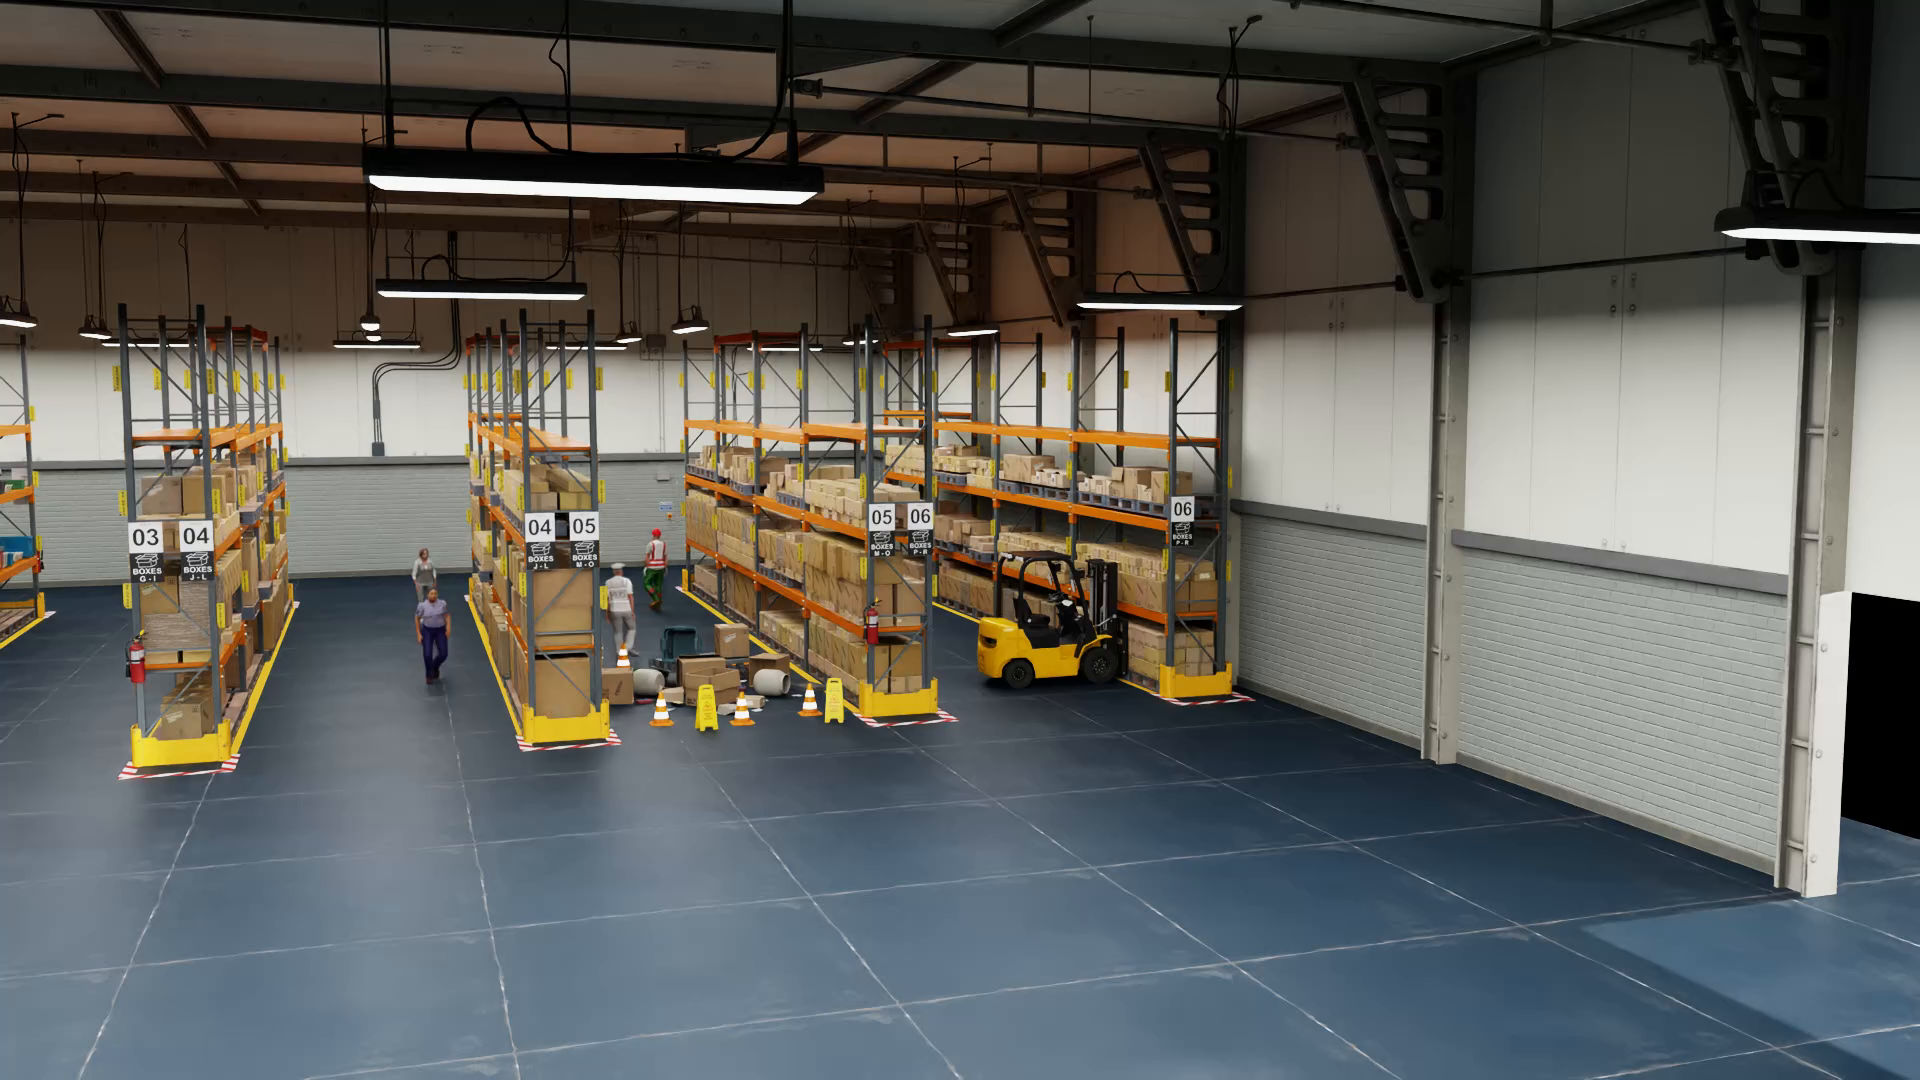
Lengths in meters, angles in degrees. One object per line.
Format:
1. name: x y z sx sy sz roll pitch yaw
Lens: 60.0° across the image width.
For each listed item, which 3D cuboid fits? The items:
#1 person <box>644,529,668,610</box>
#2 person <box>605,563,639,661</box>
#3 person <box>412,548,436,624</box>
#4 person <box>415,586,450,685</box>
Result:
1. person: -6.653 0.647 36.503 0.590 1.782 0.532 -4 7 -39
2. person: -6.076 1.296 29.828 0.599 1.750 0.540 -1 6 -11
3. person: -11.162 0.946 34.628 0.505 1.582 0.499 -3 6 -30
4. person: -8.826 1.576 27.822 0.571 1.617 0.557 -3 6 -27
